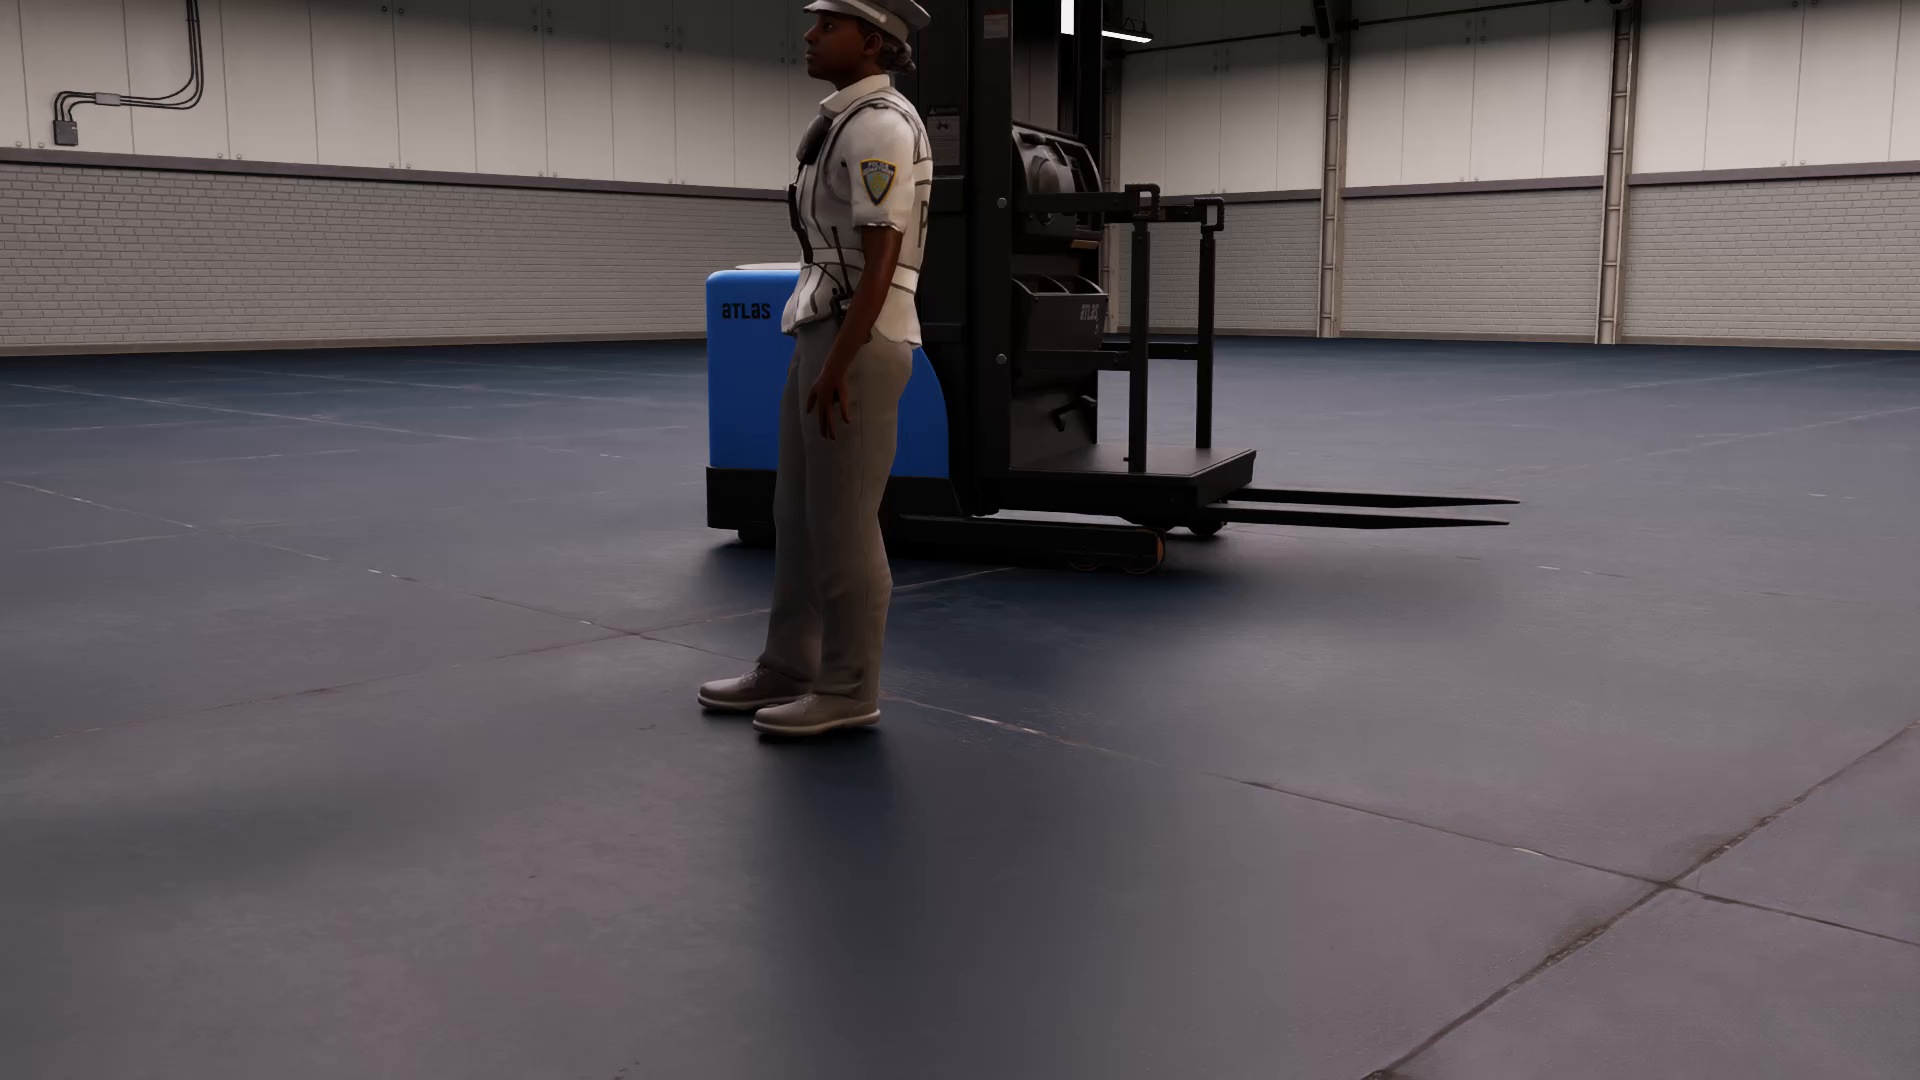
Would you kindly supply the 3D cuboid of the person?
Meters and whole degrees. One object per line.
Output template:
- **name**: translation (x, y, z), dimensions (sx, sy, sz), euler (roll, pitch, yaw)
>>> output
- **person**: translation (-0.329, -0.411, 3.710), dimensions (0.531, 1.695, 0.568), euler (-2, 9, -10)

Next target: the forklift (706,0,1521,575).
- **forklift**: translation (0.565, -1.416, 6.275), dimensions (3.031, 2.935, 1.130), euler (3, 9, 22)
